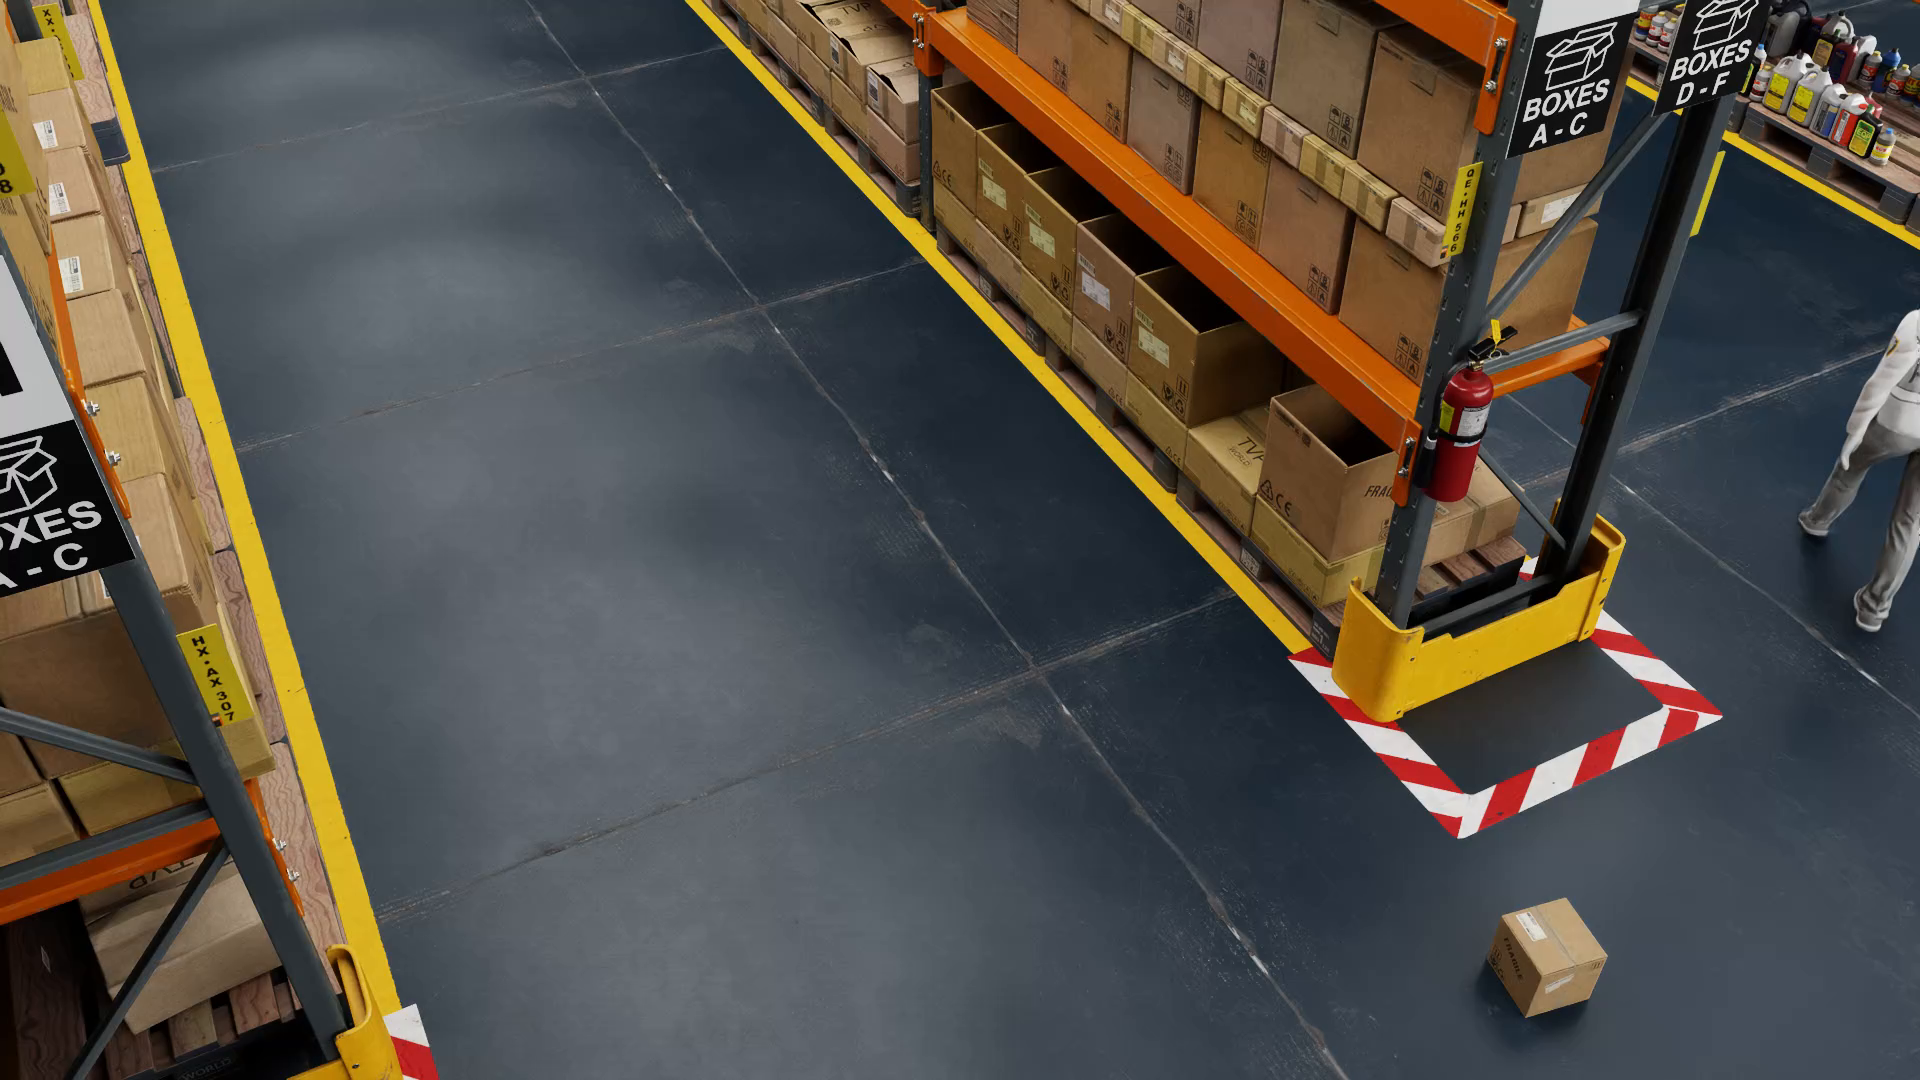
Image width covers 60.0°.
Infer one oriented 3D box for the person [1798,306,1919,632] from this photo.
[{"bbox_3d":[3.829,-0.475,6.682,0.539,1.700,0.838,13,43,14],"label":"person"}]
